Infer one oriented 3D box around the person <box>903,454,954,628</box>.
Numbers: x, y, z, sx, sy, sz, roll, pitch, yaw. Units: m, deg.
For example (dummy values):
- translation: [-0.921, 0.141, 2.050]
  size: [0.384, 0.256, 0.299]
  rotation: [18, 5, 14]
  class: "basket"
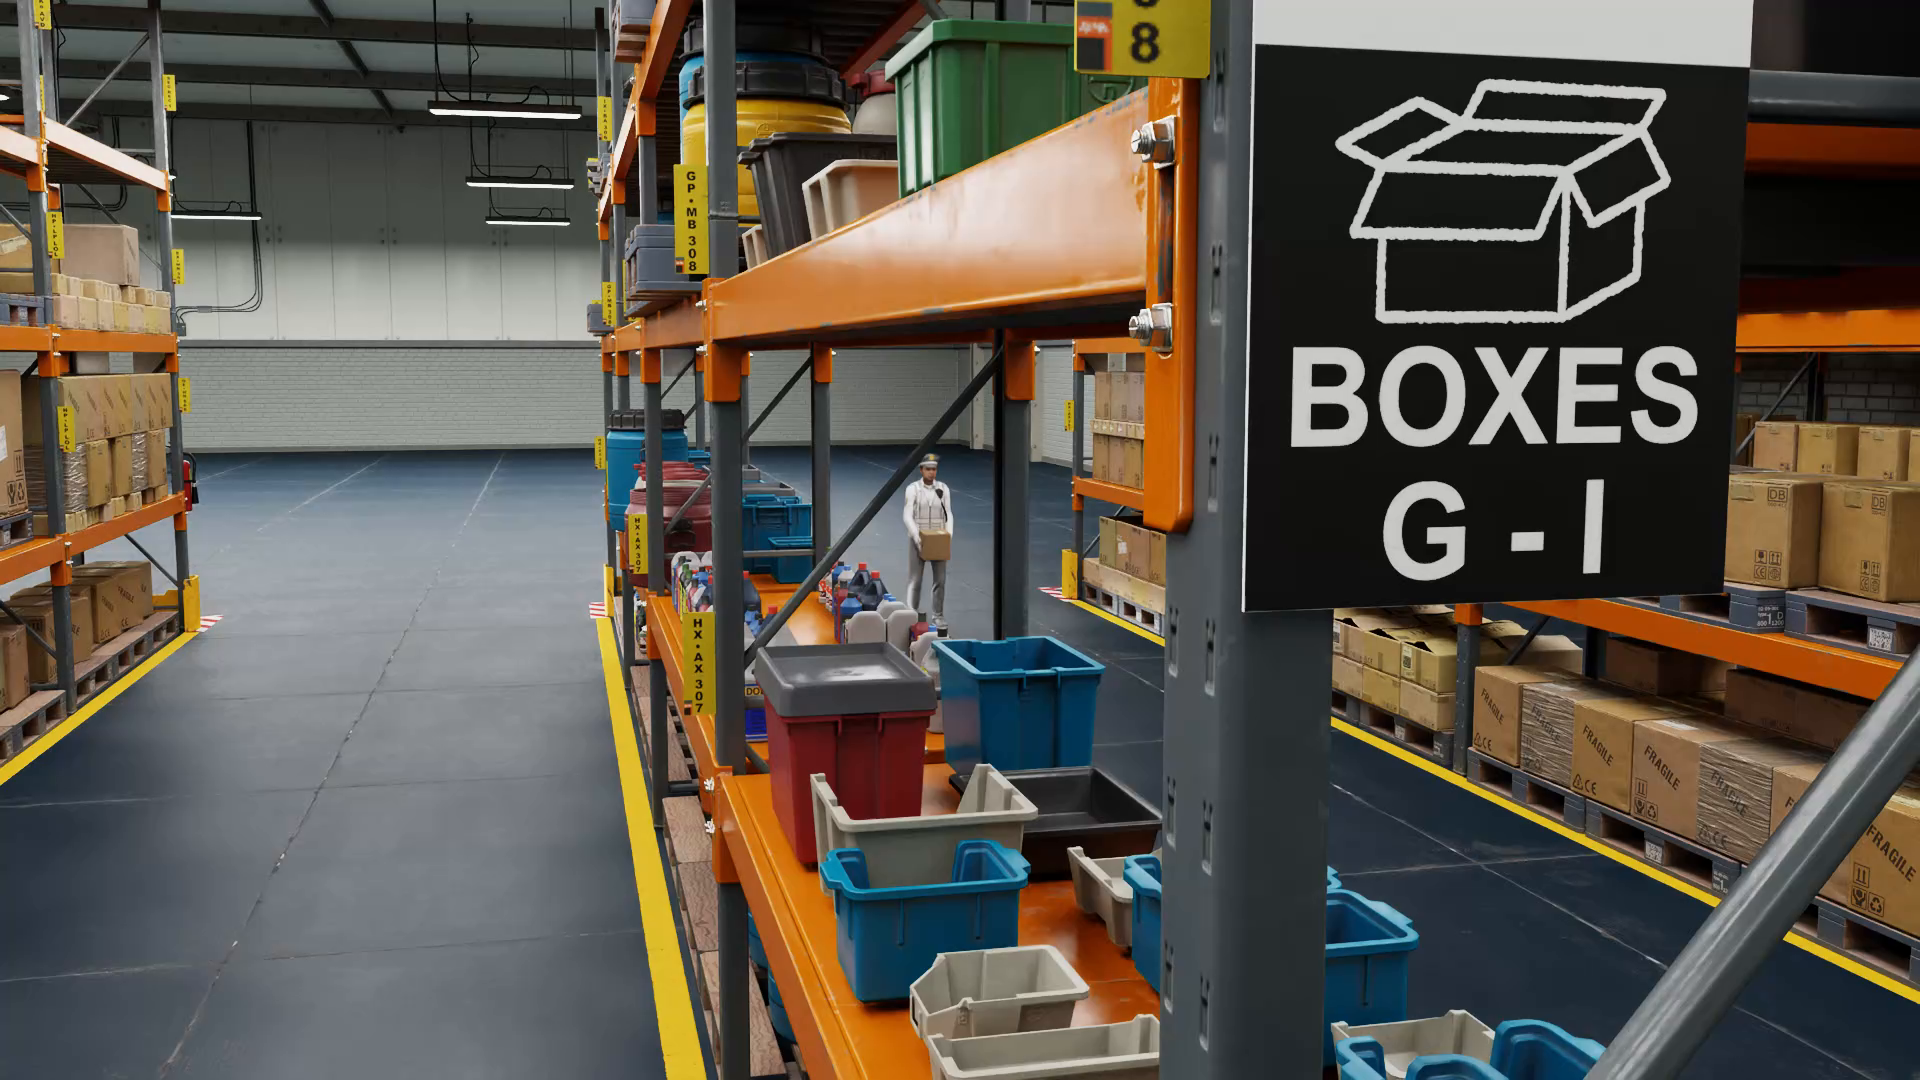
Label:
- translation: [-0.294, 0.013, 15.934]
  size: [0.495, 1.687, 0.439]
  rotation: [-2, 6, -15]
  class: "person"
